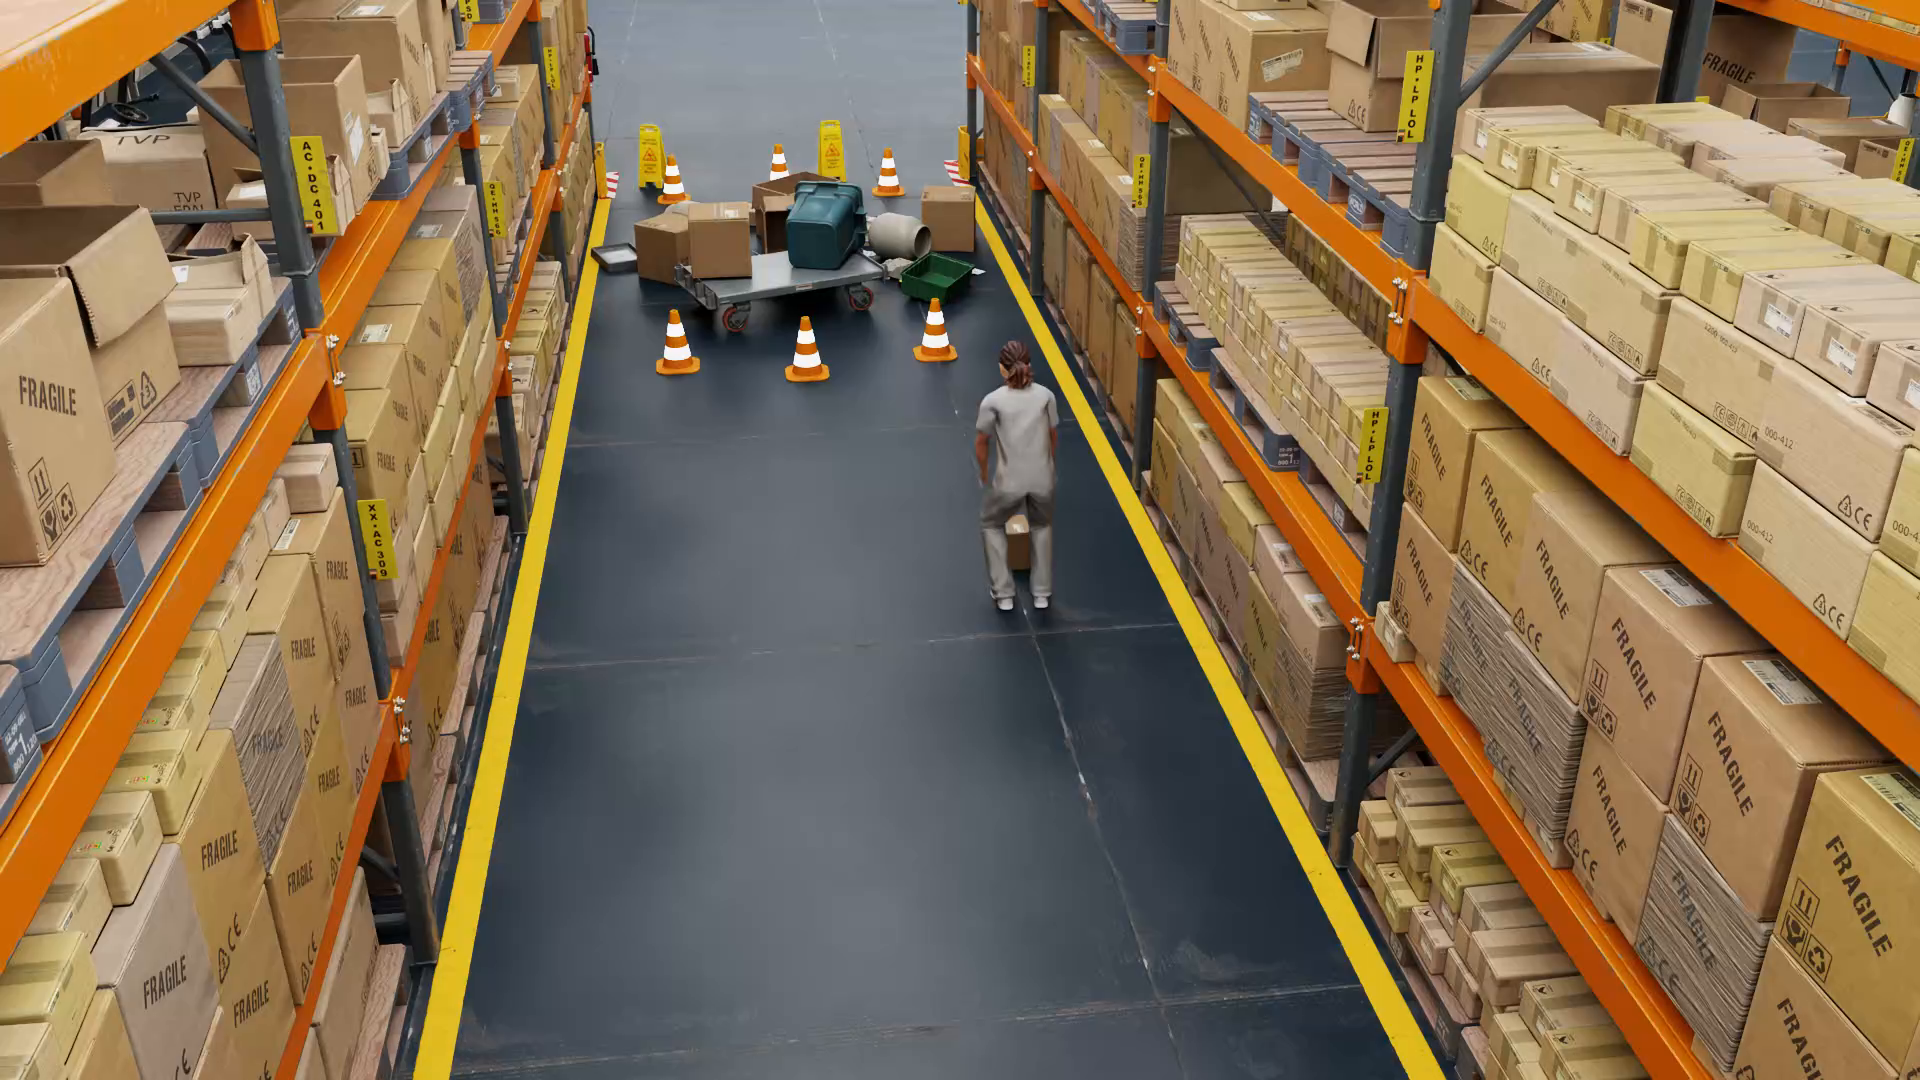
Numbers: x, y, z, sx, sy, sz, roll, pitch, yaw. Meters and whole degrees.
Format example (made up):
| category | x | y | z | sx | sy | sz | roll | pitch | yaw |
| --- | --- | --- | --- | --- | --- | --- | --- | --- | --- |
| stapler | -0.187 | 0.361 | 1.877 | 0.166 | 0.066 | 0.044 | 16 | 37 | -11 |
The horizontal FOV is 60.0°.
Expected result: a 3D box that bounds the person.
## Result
| category | x | y | z | sx | sy | sz | roll | pitch | yaw |
| --- | --- | --- | --- | --- | --- | --- | --- | --- | --- |
| person | 0.321 | -0.351 | 9.443 | 0.478 | 1.556 | 0.489 | -3 | 27 | -6 |
